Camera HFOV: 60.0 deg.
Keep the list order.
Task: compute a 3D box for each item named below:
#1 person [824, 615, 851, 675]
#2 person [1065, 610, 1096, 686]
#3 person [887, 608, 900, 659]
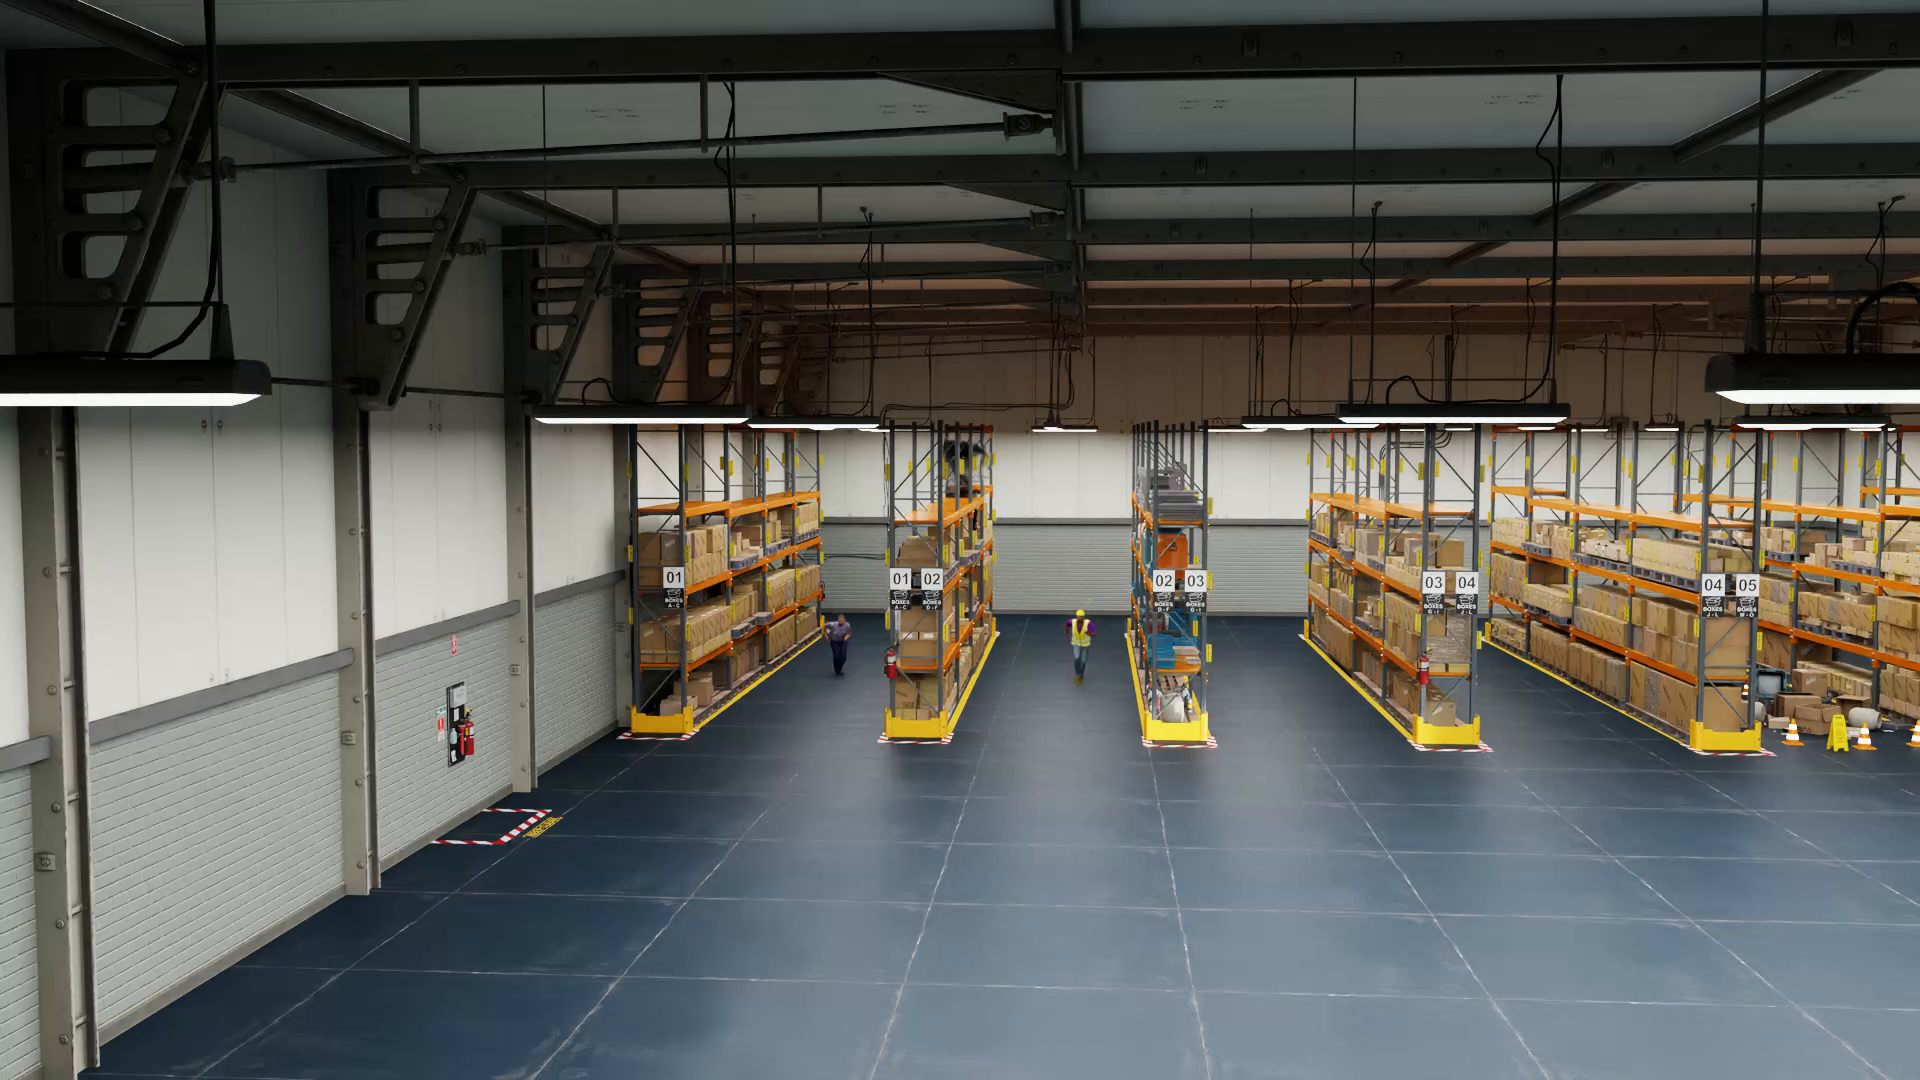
[{"bbox_3d":[-2.904,2.489,39.418,0.636,1.482,0.862,-1,4,-14],"label":"person"},{"bbox_3d":[2.765,2.451,38.150,0.686,1.750,0.934,0,4,1],"label":"person"},{"bbox_3d":[-1.502,2.252,40.967,0.691,1.781,0.930,0,4,2],"label":"person"}]
